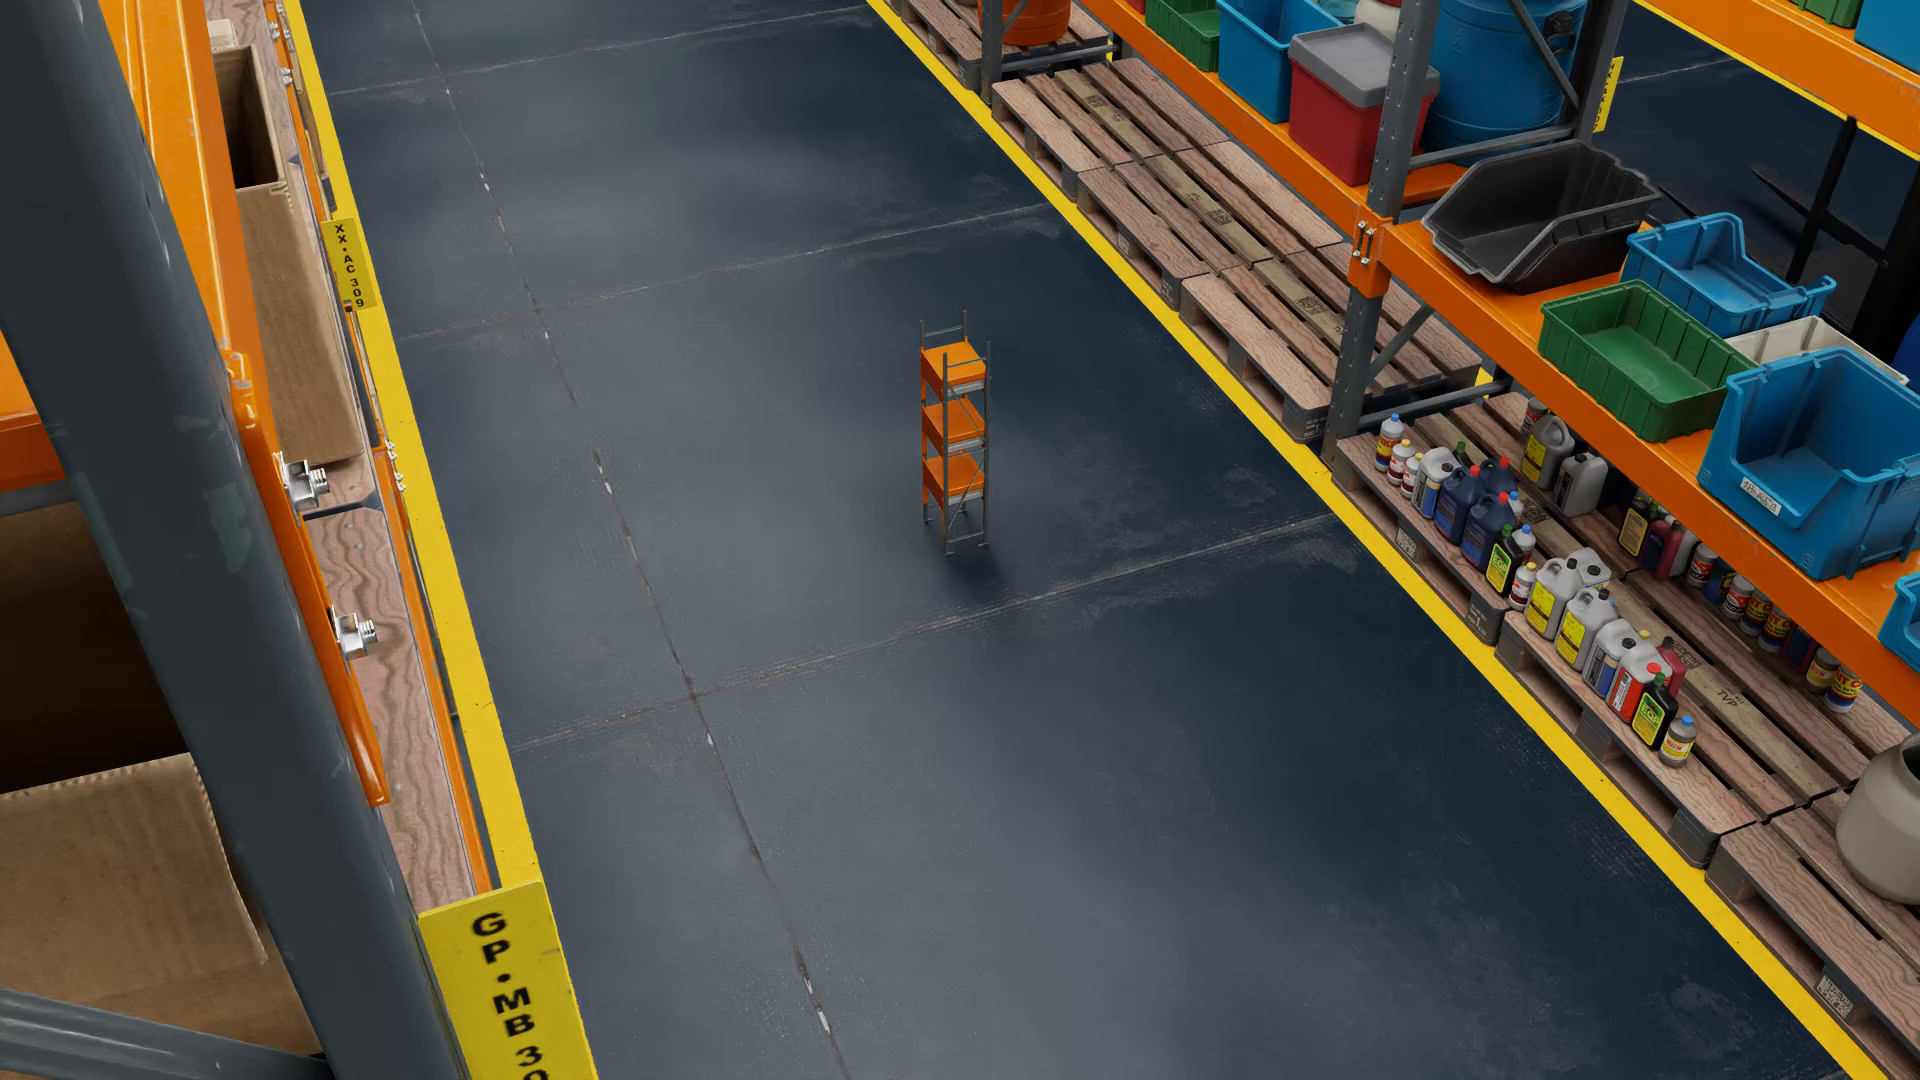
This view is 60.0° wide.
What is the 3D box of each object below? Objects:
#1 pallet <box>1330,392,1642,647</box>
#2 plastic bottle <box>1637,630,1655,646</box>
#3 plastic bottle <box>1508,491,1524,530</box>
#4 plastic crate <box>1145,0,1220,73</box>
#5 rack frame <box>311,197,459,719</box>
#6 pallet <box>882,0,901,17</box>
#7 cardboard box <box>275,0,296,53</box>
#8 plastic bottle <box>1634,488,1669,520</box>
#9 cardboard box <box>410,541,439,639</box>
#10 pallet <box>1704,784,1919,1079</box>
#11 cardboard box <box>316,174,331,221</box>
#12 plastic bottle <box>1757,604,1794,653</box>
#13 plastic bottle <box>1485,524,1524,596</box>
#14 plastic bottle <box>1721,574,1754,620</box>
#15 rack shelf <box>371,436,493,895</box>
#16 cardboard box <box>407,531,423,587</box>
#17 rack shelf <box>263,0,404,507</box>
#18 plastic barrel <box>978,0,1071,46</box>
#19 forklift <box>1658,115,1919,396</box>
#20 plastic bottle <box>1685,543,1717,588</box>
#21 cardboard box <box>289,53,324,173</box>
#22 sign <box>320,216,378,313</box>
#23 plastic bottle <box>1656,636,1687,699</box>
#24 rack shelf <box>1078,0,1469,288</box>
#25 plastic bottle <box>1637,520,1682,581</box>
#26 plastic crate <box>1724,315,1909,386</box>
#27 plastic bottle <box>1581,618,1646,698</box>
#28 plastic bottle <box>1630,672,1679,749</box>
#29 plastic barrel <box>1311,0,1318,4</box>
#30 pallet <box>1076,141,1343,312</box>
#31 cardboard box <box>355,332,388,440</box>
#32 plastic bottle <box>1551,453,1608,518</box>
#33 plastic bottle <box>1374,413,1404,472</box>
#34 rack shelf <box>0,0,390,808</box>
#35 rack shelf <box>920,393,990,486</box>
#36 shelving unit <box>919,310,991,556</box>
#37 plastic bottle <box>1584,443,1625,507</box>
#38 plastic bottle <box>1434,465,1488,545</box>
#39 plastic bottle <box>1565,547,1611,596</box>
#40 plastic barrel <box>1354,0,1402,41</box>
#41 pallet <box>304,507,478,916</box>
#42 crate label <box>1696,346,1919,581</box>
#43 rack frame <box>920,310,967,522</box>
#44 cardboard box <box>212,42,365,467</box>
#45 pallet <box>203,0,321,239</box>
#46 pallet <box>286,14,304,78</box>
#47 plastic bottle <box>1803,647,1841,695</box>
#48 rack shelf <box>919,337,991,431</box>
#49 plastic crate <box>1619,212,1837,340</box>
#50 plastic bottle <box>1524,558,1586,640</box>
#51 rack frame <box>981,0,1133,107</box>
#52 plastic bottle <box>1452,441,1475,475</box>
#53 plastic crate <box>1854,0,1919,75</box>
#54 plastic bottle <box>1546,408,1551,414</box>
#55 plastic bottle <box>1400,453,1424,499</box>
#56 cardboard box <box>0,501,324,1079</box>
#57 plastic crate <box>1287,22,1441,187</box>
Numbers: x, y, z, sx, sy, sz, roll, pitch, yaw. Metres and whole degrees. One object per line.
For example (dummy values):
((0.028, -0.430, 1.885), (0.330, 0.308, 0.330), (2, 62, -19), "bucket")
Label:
((2.365, -0.127, 7.236), (1.003, 0.211, 1.213), (-15, 43, -17), "pallet")
((2.553, 0.423, 6.266), (0.097, 0.201, 0.097), (0, 41, 0), "plastic bottle")
((2.239, -0.085, 6.803), (0.097, 0.271, 0.097), (0, 41, 0), "plastic bottle")
((1.219, -2.498, 8.016), (0.450, 0.188, 0.662), (-15, 43, -17), "plastic crate")
((-2.431, -0.366, 5.375), (1.000, 3.000, 0.127), (-15, 43, -17), "rack frame")
((-0.187, -4.150, 11.914), (1.003, 0.211, 1.213), (-15, 43, -17), "pallet")
((-4.265, -2.957, 9.968), (0.500, 0.500, 0.500), (-16, 43, -17), "cardboard box")
((2.856, -0.136, 6.801), (0.144, 0.351, 0.185), (-15, 43, -17), "plastic bottle")
((-2.357, 0.213, 6.489), (0.500, 0.250, 0.500), (-16, 43, -18), "cardboard box")
((3.298, 1.343, 5.527), (1.003, 0.211, 1.213), (-15, 43, -17), "pallet")
((-3.329, -1.539, 8.096), (0.500, 0.311, 0.500), (-16, 43, -18), "cardboard box")
((3.140, 0.302, 6.354), (0.097, 0.271, 0.097), (0, 41, 0), "plastic bottle")
((2.169, 0.077, 6.606), (0.061, 0.283, 0.133), (-13, 42, -15), "plastic bottle")
((3.064, 0.208, 6.516), (0.097, 0.201, 0.097), (0, 41, 0), "plastic bottle")
((-1.666, 1.112, 4.208), (1.077, 0.370, 4.000), (-15, 43, -17), "rack shelf")
((-2.359, -0.006, 6.313), (0.500, 0.311, 0.500), (-15, 43, -17), "cardboard box")
((-3.197, -1.298, 7.010), (1.077, 0.370, 4.000), (-15, 43, -17), "rack shelf")
((0.413, -3.636, 10.520), (0.600, 0.830, 0.708), (-15, 43, -17), "plastic barrel")
((4.642, -2.045, 7.380), (1.130, 2.935, 3.031), (-12, 42, -13), "forklift")
((2.985, 0.084, 6.660), (0.097, 0.201, 0.097), (0, 41, 0), "plastic bottle")
((-3.872, -2.340, 9.250), (0.500, 0.500, 0.500), (-13, 42, -15), "cardboard box")
((-1.919, -0.863, 5.229), (0.100, 0.325, 0.005), (-15, 43, -17), "sign")
((2.596, 0.491, 6.125), (0.061, 0.283, 0.133), (-15, 43, -17), "plastic bottle")
((1.381, -2.531, 8.445), (1.077, 0.370, 4.000), (-15, 43, -17), "rack shelf")
((2.816, 0.016, 6.677), (0.061, 0.283, 0.133), (-15, 43, -17), "plastic bottle")
((3.002, -0.584, 5.831), (0.530, 0.136, 0.437), (-15, 43, -17), "plastic crate")
((2.445, 0.437, 6.193), (0.152, 0.276, 0.135), (-16, 43, -18), "plastic bottle")
((2.508, 0.611, 5.985), (0.061, 0.283, 0.133), (-14, 43, -16), "plastic bottle")
((1.702, -2.724, 8.013), (0.433, 0.535, 0.433), (0, 41, 0), "plastic barrel")
((1.339, -1.741, 9.113), (1.003, 0.211, 1.213), (-15, 43, -17), "pallet")
((-2.745, -0.621, 7.028), (0.500, 0.311, 0.500), (-16, 43, -18), "cardboard box")
((2.605, -0.250, 6.991), (0.152, 0.276, 0.135), (-15, 43, -17), "plastic bottle")
((1.863, -0.430, 7.205), (0.097, 0.271, 0.097), (0, 41, 0), "plastic bottle")
((-1.666, -1.011, 2.383), (1.077, 0.370, 4.000), (-15, 43, -17), "rack shelf")
((-0.020, -0.422, 6.952), (0.215, 0.259, 0.240), (-15, 43, -17), "rack shelf")
((-0.020, -0.430, 6.945), (0.215, 1.050, 0.252), (-15, 43, -17), "shelving unit")
((2.733, -0.330, 7.027), (0.144, 0.351, 0.185), (-17, 44, -19), "plastic bottle")
((2.072, -0.172, 6.844), (0.144, 0.351, 0.185), (-14, 43, -16), "plastic bottle")
((2.434, 0.174, 6.499), (0.152, 0.276, 0.135), (-15, 43, -17), "plastic bottle")
((1.983, -2.282, 7.499), (0.433, 0.535, 0.433), (0, 41, 0), "plastic barrel")
((-1.148, 0.508, 2.126), (1.003, 0.211, 1.213), (-15, 43, -17), "pallet")
((2.723, -0.244, 5.206), (0.502, 0.435, 0.616), (-15, 43, -17), "crate label")
((-0.067, -0.504, 7.031), (0.200, 1.050, 0.008), (-15, 43, -17), "rack frame")
((-1.284, -0.412, 2.622), (0.500, 0.500, 0.500), (-15, 43, -17), "cardboard box")
((-2.081, -0.962, 3.836), (1.003, 0.211, 1.213), (-15, 43, -17), "pallet")
((-4.676, -2.911, 10.473), (1.003, 0.211, 1.213), (-15, 43, -17), "pallet")
((3.231, 0.472, 6.209), (0.097, 0.201, 0.097), (0, 41, 0), "plastic bottle")
((-0.020, -0.637, 6.767), (0.215, 0.259, 0.240), (-15, 43, -17), "rack shelf")
((2.821, -0.944, 6.161), (0.499, 0.251, 0.616), (-15, 43, -17), "plastic crate")
((2.307, 0.198, 6.414), (0.144, 0.351, 0.185), (-15, 43, -17), "plastic bottle")
((0.616, -4.009, 9.611), (1.000, 3.000, 0.127), (-15, 43, -17), "rack frame")
((2.110, -0.274, 7.014), (0.061, 0.283, 0.133), (-15, 43, -17), "plastic bottle")
((2.669, -1.395, 4.283), (0.392, 0.384, 0.575), (-15, 43, -17), "plastic crate")
((2.635, -0.529, 7.310), (0.061, 0.283, 0.133), (-13, 42, -15), "plastic bottle")
((1.941, -0.281, 7.085), (0.097, 0.201, 0.097), (0, 41, 0), "plastic bottle")
((-1.117, 0.308, 1.782), (0.797, 0.503, 0.637), (-12, 42, -14), "cardboard box")
((1.678, -1.839, 7.039), (0.402, 0.464, 0.583), (-15, 43, -17), "plastic crate")
